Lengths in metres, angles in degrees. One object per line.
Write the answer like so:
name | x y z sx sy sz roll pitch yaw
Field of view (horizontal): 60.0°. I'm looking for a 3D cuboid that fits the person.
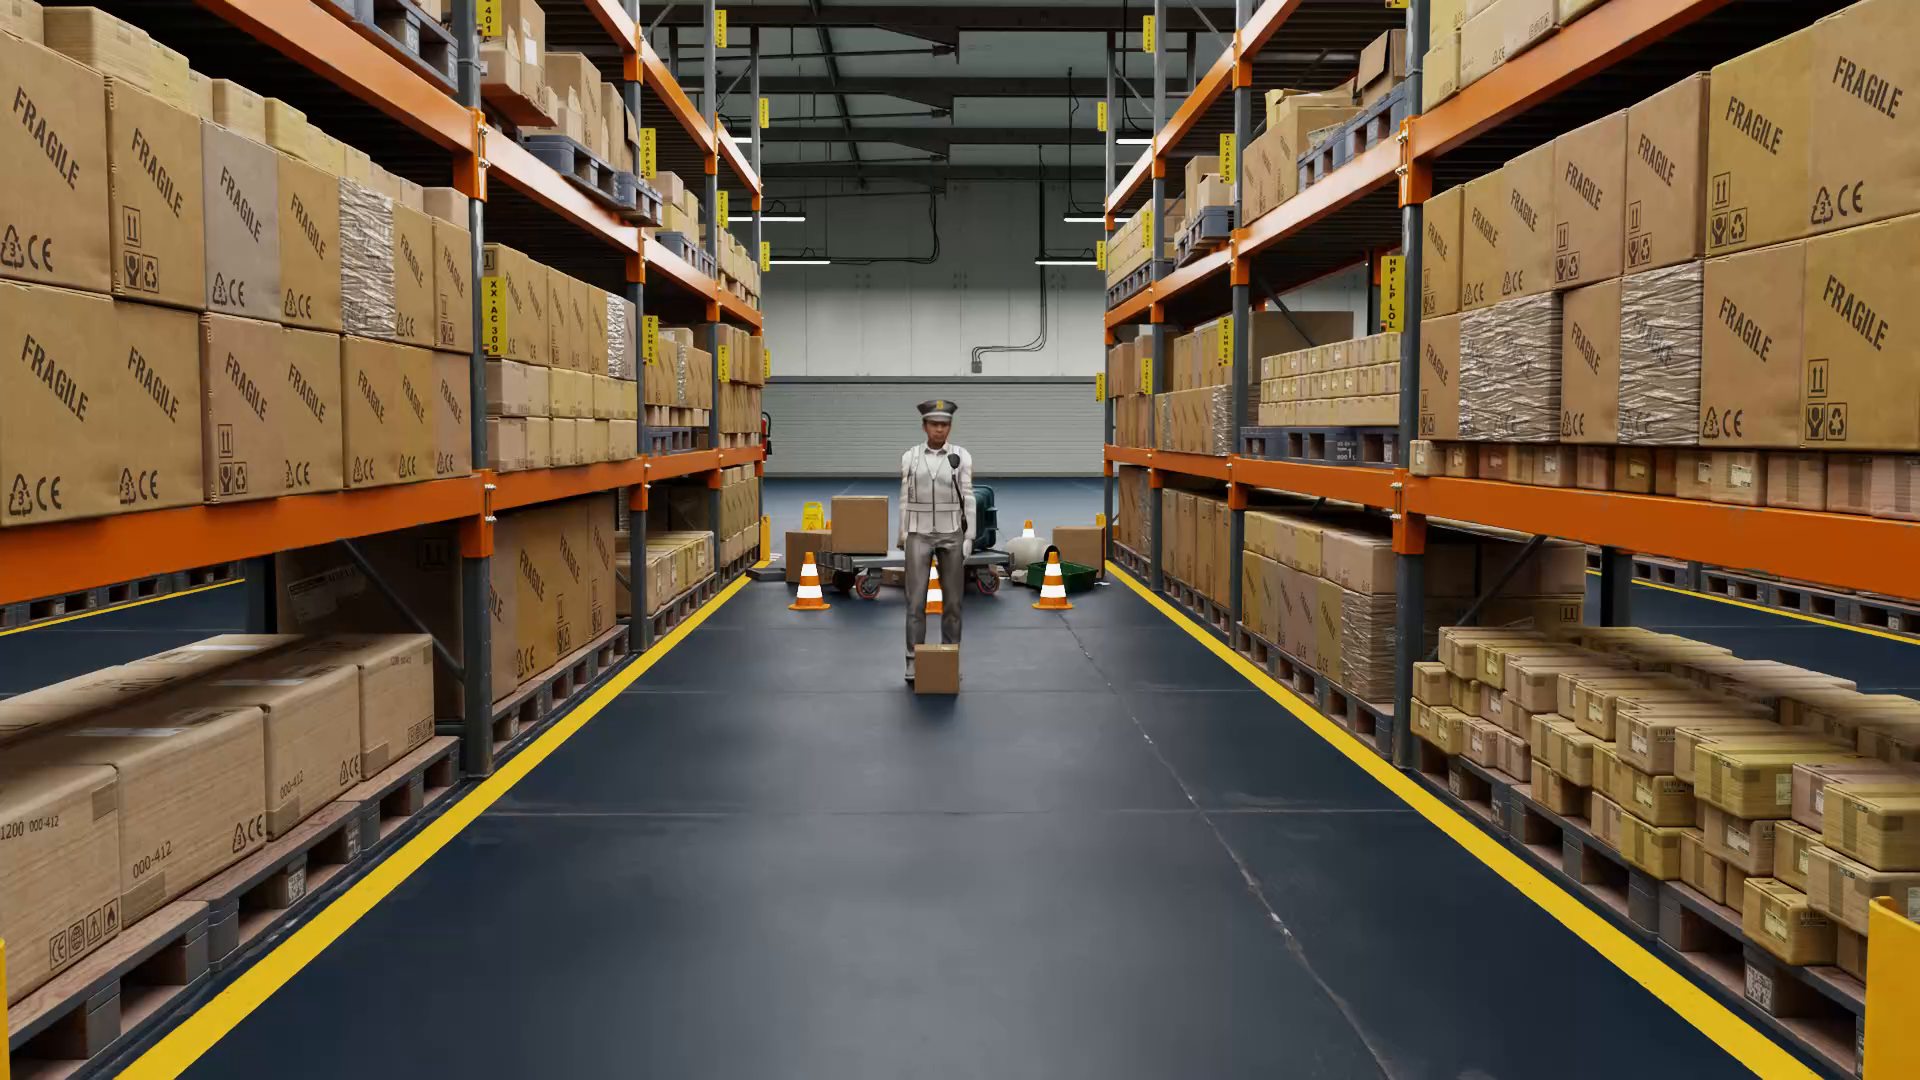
person | -0.134 0.000 9.929 0.466 1.675 0.337 0 4 0
